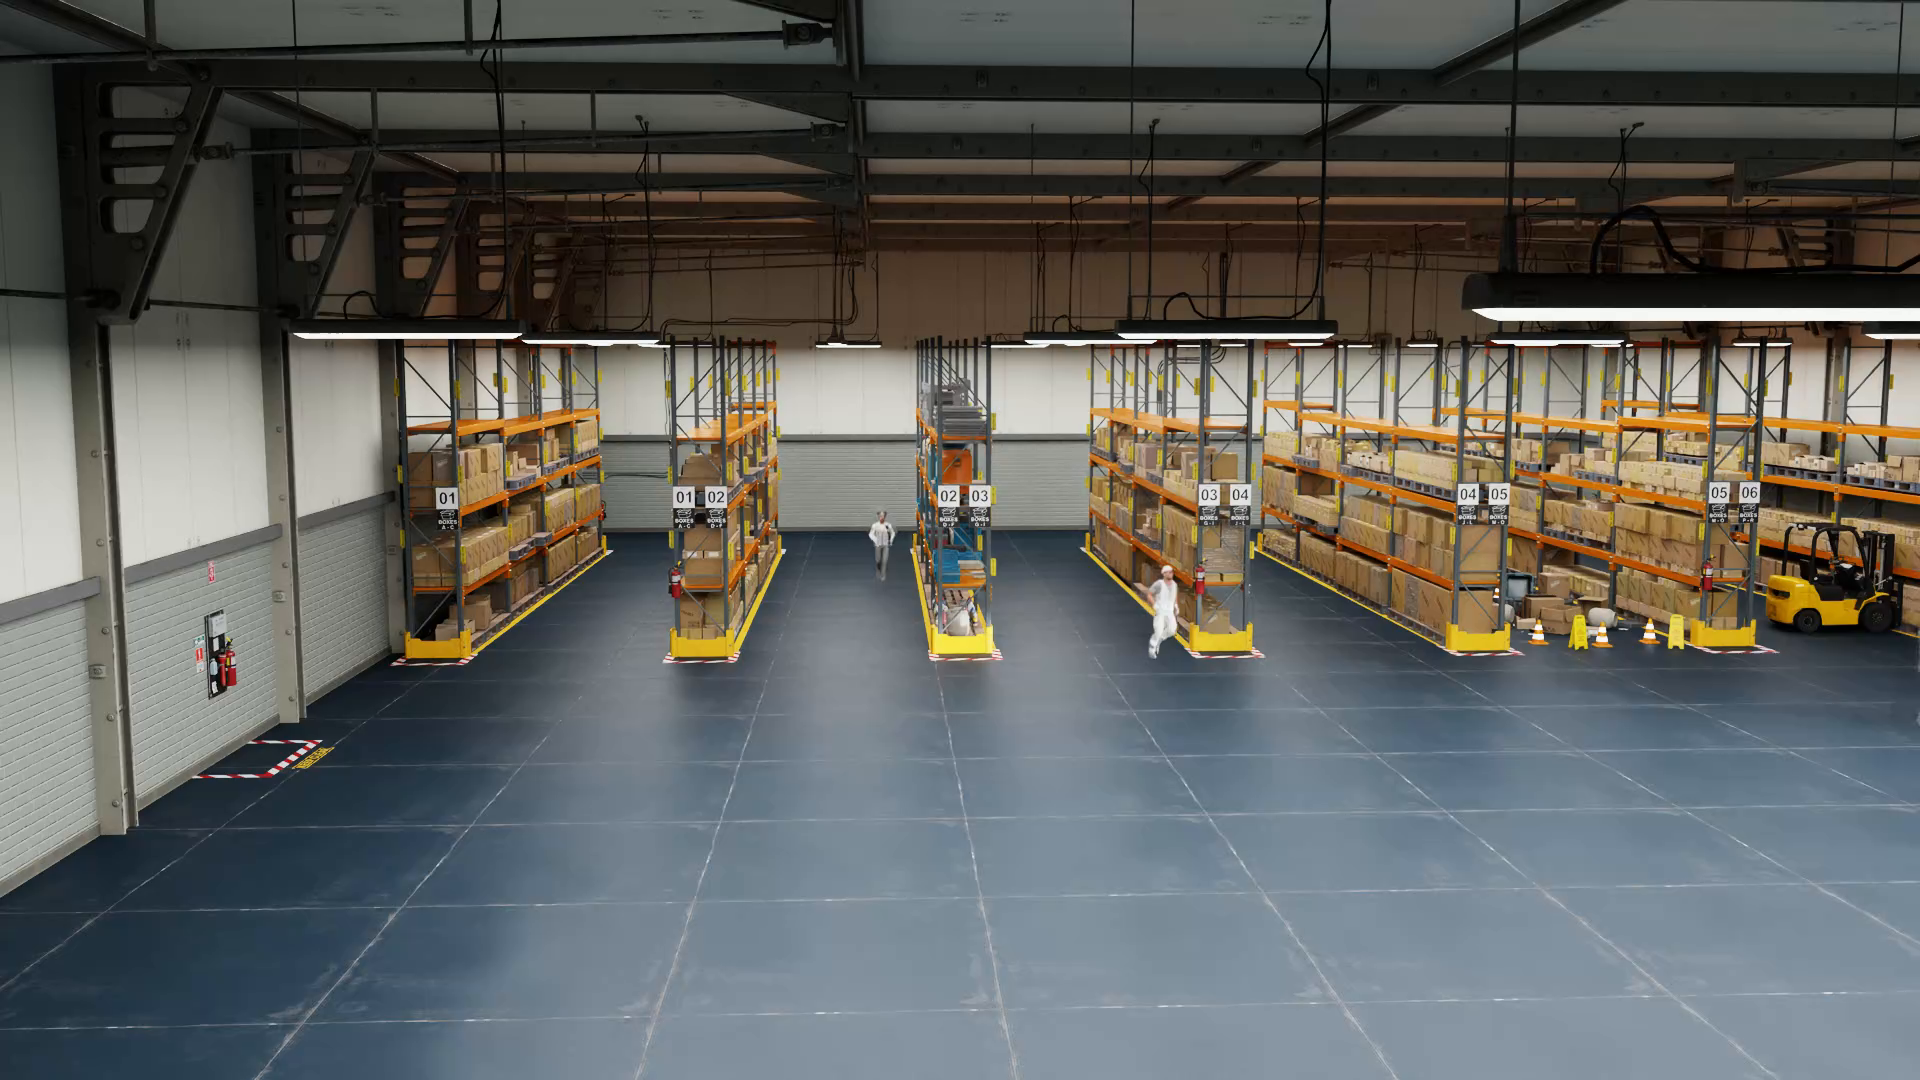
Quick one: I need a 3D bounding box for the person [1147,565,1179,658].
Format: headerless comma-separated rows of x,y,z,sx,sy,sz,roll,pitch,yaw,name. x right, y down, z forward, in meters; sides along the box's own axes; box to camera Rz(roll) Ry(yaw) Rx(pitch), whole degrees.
3.850,1.340,31.165,0.714,1.714,0.537,-3,7,-24,person

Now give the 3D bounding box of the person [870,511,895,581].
-1.838,0.124,39.500,0.617,1.659,0.539,-1,7,-5,person
